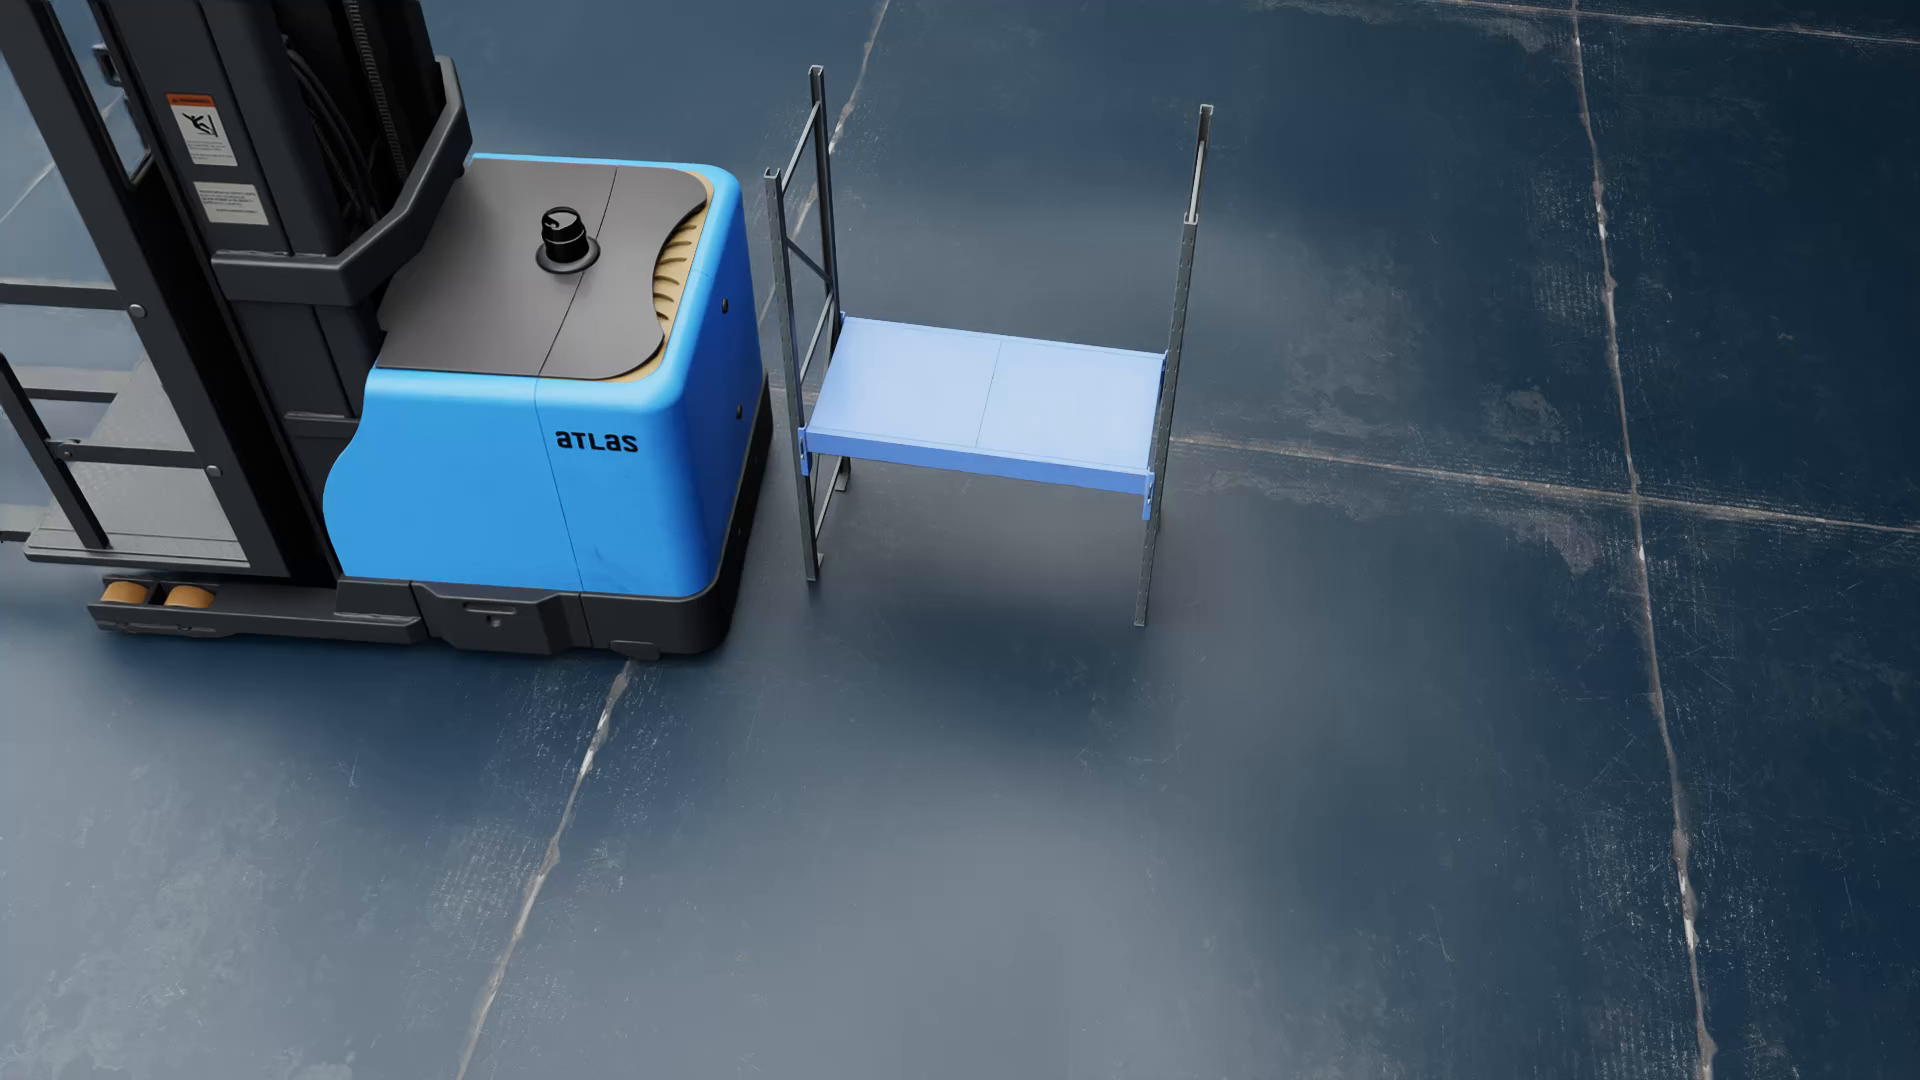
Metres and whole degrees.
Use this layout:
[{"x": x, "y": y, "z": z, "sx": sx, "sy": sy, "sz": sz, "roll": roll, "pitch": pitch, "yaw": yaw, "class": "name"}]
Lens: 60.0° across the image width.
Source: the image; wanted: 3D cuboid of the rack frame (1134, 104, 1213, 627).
[{"x": 0.584, "y": -0.423, "z": 4.622, "sx": 0.032, "sy": 1.500, "sz": 0.500, "roll": 8, "pitch": 49, "yaw": 7, "class": "rack frame"}]

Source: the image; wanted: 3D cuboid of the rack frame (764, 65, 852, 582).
[{"x": -0.416, "y": -0.557, "z": 4.742, "sx": 0.032, "sy": 1.500, "sz": 0.500, "roll": 8, "pitch": 49, "yaw": 7, "class": "rack frame"}]

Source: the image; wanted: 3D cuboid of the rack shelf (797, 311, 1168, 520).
[{"x": 0.084, "y": -0.370, "z": 4.816, "sx": 1.000, "sy": 0.185, "sz": 0.538, "roll": 8, "pitch": 49, "yaw": 7, "class": "rack shelf"}]

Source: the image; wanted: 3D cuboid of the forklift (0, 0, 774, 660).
[{"x": -2.160, "y": -1.076, "z": 4.246, "sx": 3.031, "sy": 2.935, "sz": 1.130, "roll": 4, "pitch": 48, "yaw": 3, "class": "forklift"}]

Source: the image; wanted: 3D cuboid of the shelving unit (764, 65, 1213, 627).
[{"x": 0.084, "y": -0.490, "z": 4.682, "sx": 1.048, "sy": 1.500, "sz": 0.538, "roll": 8, "pitch": 49, "yaw": 7, "class": "shelving unit"}]
